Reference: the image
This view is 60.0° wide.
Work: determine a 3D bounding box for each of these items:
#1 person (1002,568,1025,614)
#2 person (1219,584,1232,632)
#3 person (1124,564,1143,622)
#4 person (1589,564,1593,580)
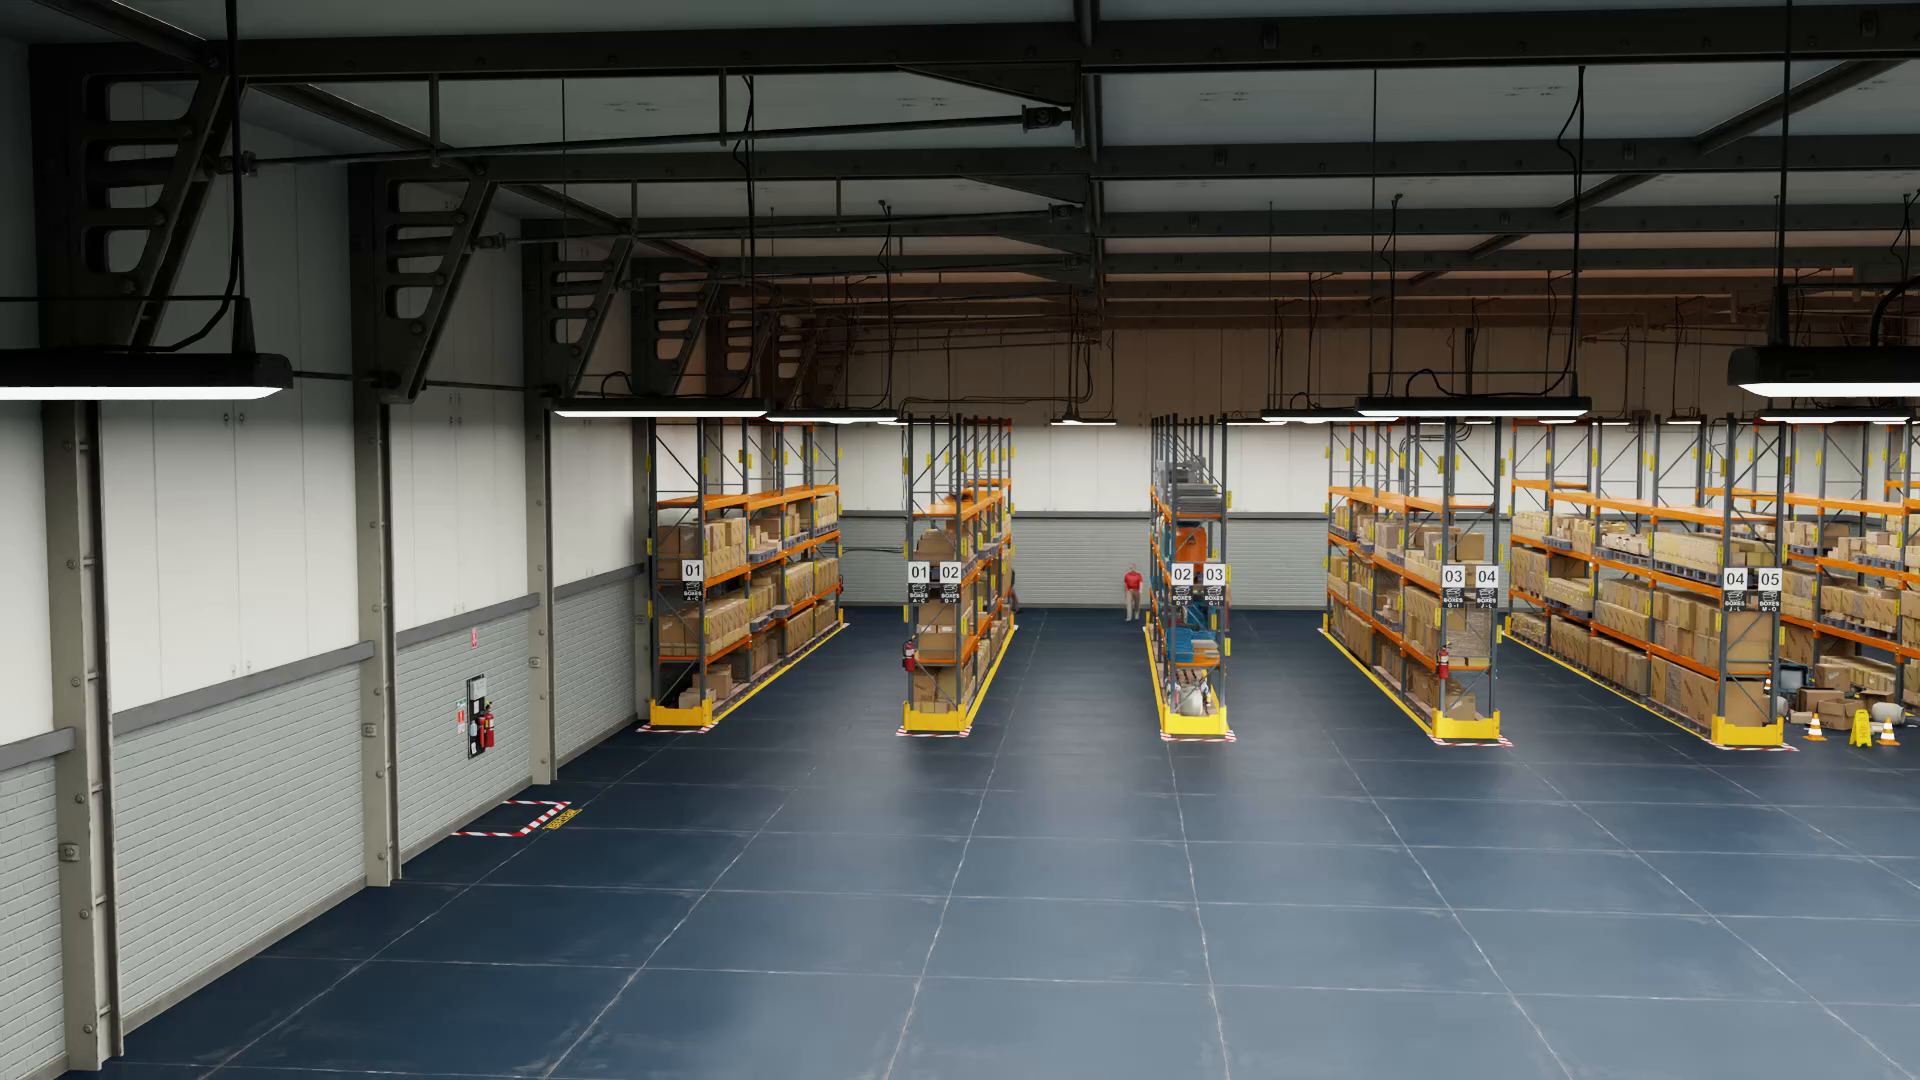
[{"bbox_3d":[1.482,1.444,51.110,1.015,1.677,0.604,2,4,24],"label":"person"},{"bbox_3d":[7.413,1.742,46.720,0.362,1.674,0.498,-1,4,-11],"label":"person"},{"bbox_3d":[5.130,1.562,49.200,0.553,1.671,1.057,0,4,5],"label":"person"},{"bbox_3d":[18.561,1.527,49.201,0.868,1.753,0.650,-2,4,-30],"label":"person"}]
